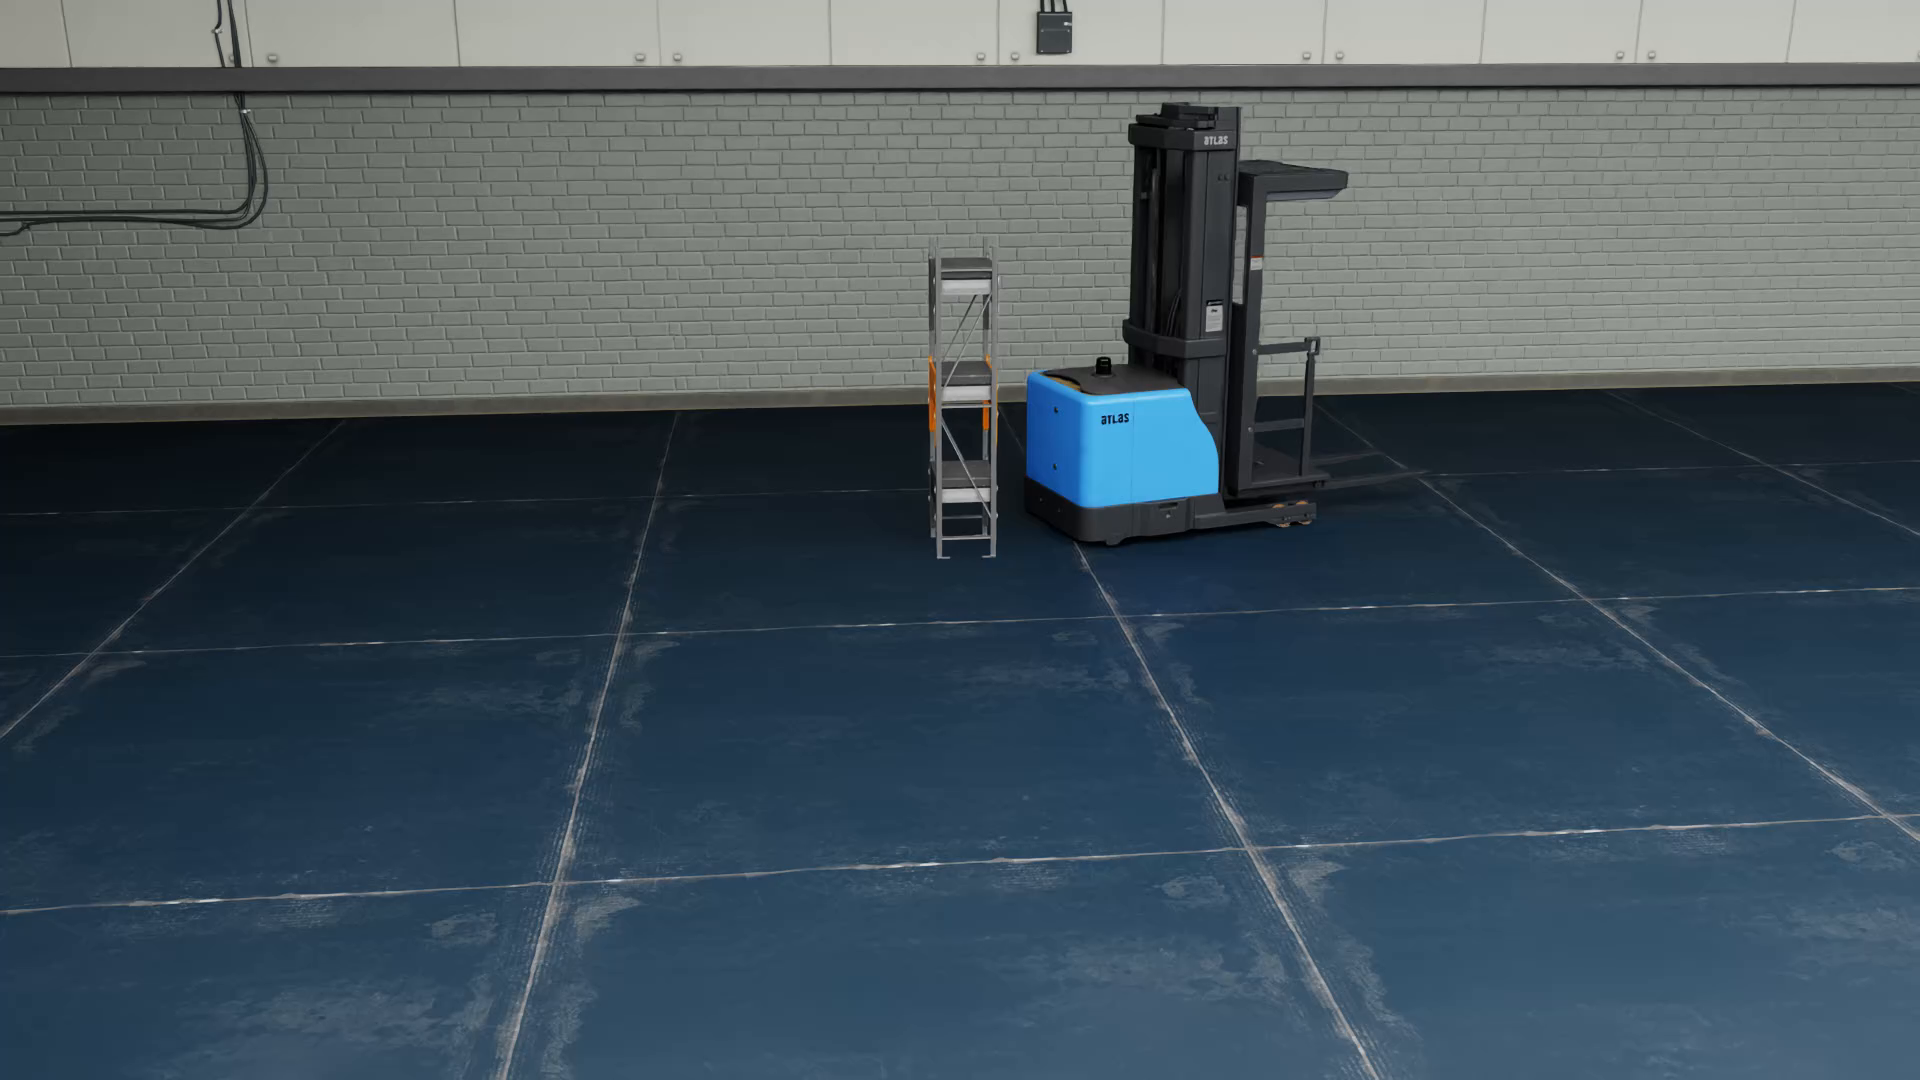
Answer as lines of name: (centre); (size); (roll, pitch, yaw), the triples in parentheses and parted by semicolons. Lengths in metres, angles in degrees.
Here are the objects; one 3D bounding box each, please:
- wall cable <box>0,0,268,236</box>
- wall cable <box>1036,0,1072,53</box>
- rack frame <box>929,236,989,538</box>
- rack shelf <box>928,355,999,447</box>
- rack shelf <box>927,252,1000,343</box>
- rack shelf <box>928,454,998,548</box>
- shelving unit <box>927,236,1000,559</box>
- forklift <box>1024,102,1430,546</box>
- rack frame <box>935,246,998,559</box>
wall cable: (-7.604, -3.868, 14.157); (3.097, 2.526, 0.112); (-2, 18, -6)
wall cable: (1.841, -7.260, 14.102); (2.305, 6.003, 0.169); (-2, 18, -6)
rack frame: (-0.008, -1.025, 11.437); (0.400, 2.100, 0.015); (-2, 18, -6)
rack shelf: (0.017, -0.939, 11.210); (0.431, 0.518, 0.480); (-2, 18, -6)
rack shelf: (0.017, -1.607, 11.000); (0.431, 0.518, 0.480); (-2, 18, -6)
rack shelf: (0.017, -0.272, 11.419); (0.431, 0.518, 0.480); (-2, 18, -6)
shelving unit: (0.017, -0.952, 11.205); (0.431, 2.100, 0.503); (-2, 18, -6)
forklift: (2.036, -1.625, 11.961); (3.031, 2.935, 1.130); (-7, 19, -21)
rack frame: (0.042, -0.880, 10.974); (0.400, 2.100, 0.015); (-2, 18, -6)
